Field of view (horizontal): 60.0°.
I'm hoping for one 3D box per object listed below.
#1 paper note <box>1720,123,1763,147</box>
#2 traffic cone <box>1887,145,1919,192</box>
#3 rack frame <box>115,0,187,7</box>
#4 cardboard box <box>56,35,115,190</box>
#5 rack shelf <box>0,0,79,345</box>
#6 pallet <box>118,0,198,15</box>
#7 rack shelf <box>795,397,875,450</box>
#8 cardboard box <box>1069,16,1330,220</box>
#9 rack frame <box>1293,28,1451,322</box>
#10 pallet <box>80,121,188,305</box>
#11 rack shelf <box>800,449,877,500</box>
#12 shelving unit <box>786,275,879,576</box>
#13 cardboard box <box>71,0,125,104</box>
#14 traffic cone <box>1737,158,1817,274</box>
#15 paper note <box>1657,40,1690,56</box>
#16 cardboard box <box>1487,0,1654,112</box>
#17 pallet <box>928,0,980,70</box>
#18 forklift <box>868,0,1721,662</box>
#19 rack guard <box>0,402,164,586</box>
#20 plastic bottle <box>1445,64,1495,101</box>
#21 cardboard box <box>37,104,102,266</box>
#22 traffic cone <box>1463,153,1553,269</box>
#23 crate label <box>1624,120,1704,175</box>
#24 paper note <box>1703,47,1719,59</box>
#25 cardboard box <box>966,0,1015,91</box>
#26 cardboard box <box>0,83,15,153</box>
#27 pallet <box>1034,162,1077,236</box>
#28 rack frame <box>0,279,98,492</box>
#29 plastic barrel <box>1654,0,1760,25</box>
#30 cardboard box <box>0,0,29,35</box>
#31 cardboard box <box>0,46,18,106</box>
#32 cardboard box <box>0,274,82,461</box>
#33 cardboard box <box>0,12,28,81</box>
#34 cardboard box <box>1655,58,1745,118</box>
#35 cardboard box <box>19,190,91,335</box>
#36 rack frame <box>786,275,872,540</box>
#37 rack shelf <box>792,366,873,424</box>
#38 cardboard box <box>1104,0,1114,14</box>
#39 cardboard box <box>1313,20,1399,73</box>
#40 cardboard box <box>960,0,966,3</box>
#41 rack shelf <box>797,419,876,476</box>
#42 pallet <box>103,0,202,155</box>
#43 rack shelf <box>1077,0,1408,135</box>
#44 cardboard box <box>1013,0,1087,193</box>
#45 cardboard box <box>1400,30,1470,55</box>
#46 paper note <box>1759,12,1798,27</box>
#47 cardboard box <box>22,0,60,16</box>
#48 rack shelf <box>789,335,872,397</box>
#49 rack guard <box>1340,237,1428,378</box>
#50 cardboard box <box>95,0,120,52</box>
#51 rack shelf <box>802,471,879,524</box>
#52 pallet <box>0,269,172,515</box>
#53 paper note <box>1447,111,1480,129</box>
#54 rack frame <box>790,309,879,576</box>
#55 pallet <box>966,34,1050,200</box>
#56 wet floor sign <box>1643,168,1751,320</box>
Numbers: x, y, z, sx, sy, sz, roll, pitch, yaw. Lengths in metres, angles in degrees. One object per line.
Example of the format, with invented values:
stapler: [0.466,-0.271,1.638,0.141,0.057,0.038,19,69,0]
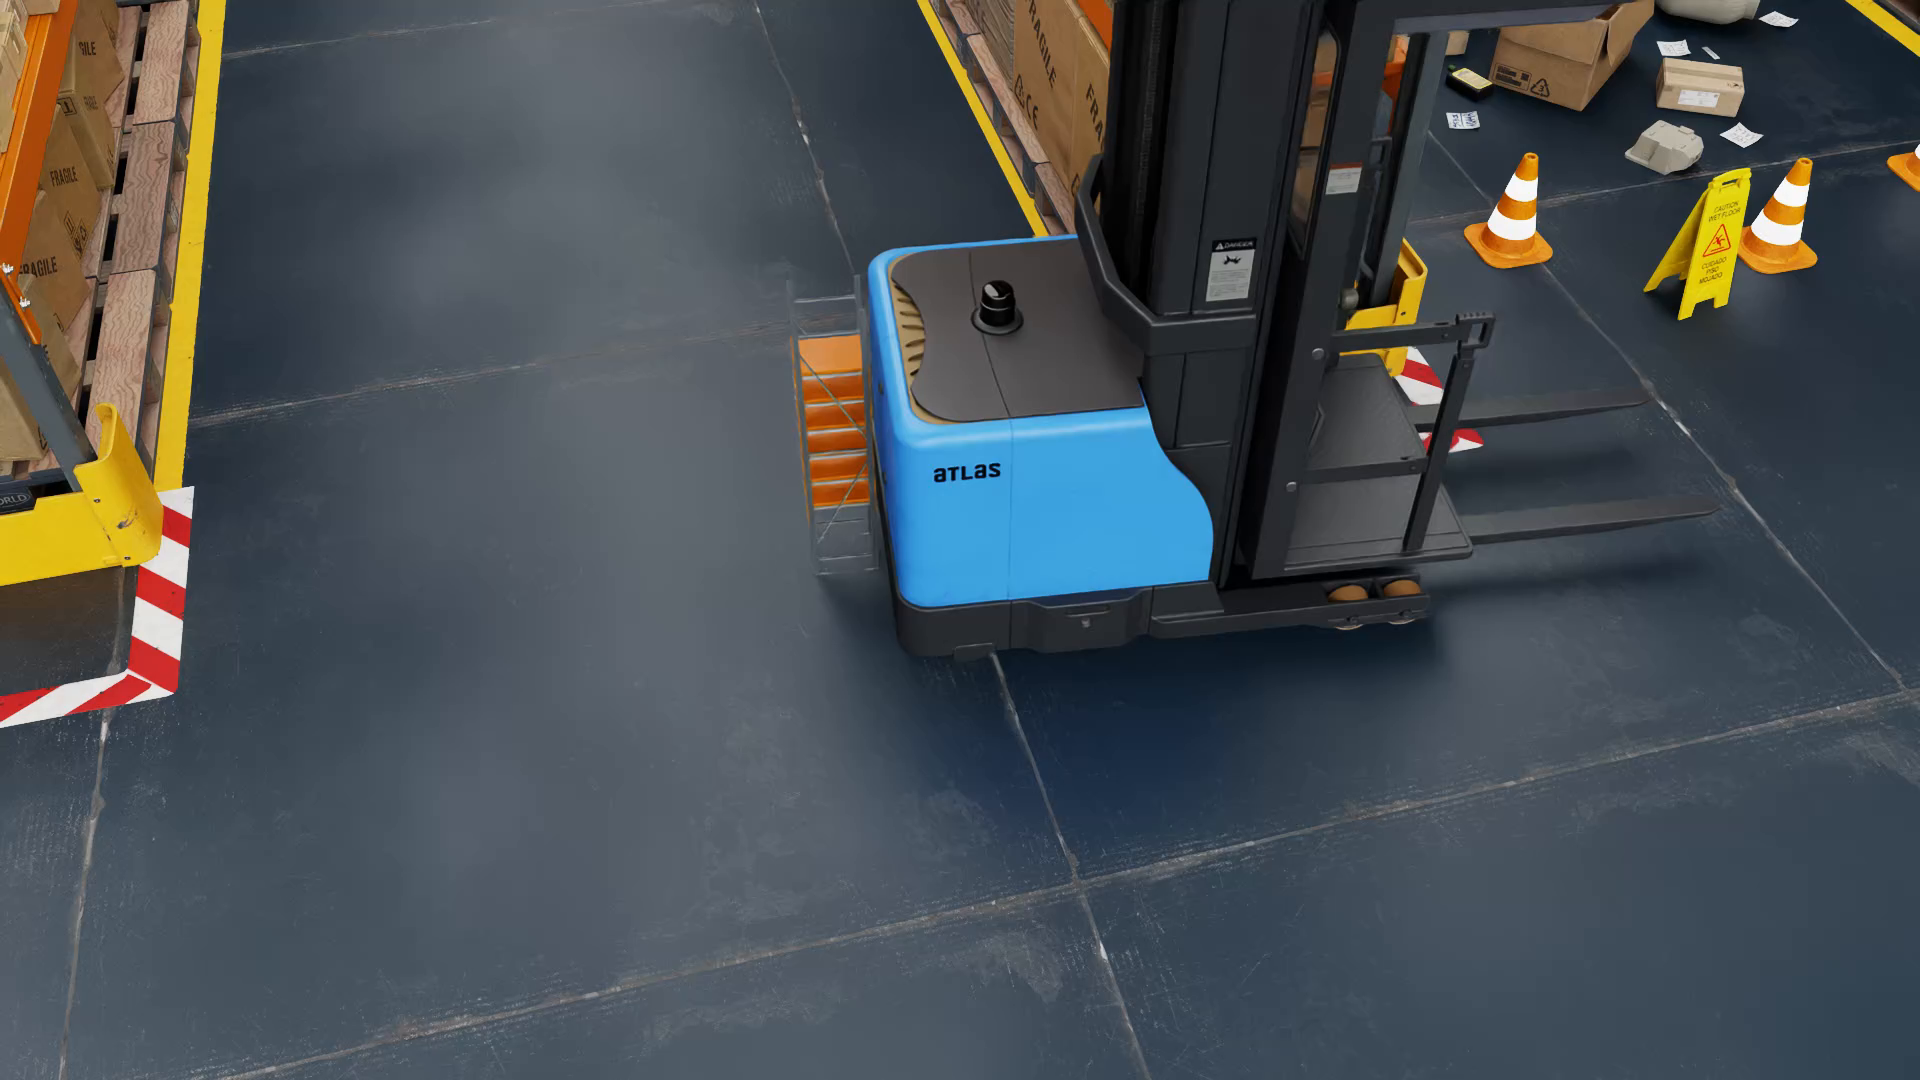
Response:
paper note: [3.848,-1.994,8.183,0.148,0.019,0.142,-26,51,-24]
traffic cone: [4.657,-1.917,7.805,0.336,0.463,0.334,-11,47,-10]
rack frame: [-4.590,-3.694,7.770,1.000,3.000,0.127,-11,47,-10]
cardboard box: [-4.137,-1.874,7.443,0.500,0.500,0.500,-15,47,-14]
rack shelf: [-4.077,-2.061,6.674,1.077,0.370,4.000,-11,47,-10]
pallet: [-4.790,-3.255,9.292,1.003,0.211,1.213,-11,47,-10]
rack shelf: [-0.431,-0.418,5.714,0.258,0.103,0.180,-6,46,-5]
cardboard box: [1.018,-1.629,6.940,0.875,0.875,0.875,-10,47,-10]
rack frame: [1.255,-1.770,5.884,1.000,3.000,0.127,-11,47,-10]
pallet: [-4.067,-1.417,7.491,1.003,0.211,1.213,-11,47,-10]
rack shelf: [-0.431,-0.250,5.885,0.258,0.103,0.180,-6,46,-5]
shelving unit: [-0.431,-0.365,5.768,0.258,1.200,0.189,-6,46,-5]
cardboard box: [-4.372,-2.289,7.849,0.500,0.500,0.500,3,46,2]
traffic cone: [3.671,-1.480,7.376,0.336,0.463,0.334,-11,47,-10]
paper note: [3.776,-2.604,8.788,0.148,0.019,0.142,4,46,4]
cardboard box: [3.117,-2.620,8.466,0.637,0.503,0.797,27,51,24]
pallet: [0.350,-3.016,9.058,1.003,0.211,1.213,-11,47,-10]
forklift: [1.228,-1.077,5.253,3.031,2.935,1.130,-6,46,-5]
rack guard: [-3.585,-0.110,6.008,1.175,0.500,0.348,-11,47,-10]
plastic bottle: [2.585,-2.348,8.508,0.133,0.061,0.283,-26,51,-24]
cardboard box: [-4.037,-1.481,7.057,0.500,0.500,0.500,-7,46,-7]
traffic cone: [2.492,-1.508,7.404,0.336,0.463,0.334,-11,47,-10]
crate label: [3.410,-1.897,8.013,0.250,0.136,0.298,-35,55,-30]
paper note: [3.955,-2.565,8.756,0.032,0.001,0.123,-11,47,-10]
cardboard box: [0.559,-2.866,8.152,0.875,0.875,0.875,-10,46,-10]
cardboard box: [-3.503,-1.436,5.733,0.380,0.149,0.250,-11,47,-10]
pallet: [0.975,-1.331,7.407,1.003,0.211,1.213,-11,47,-10]
rack frame: [-3.565,-0.932,5.064,1.000,3.000,0.127,-11,47,-10]
plastic barrel: [4.022,-2.992,8.886,0.512,0.421,0.421,19,48,17]
cardboard box: [-3.734,-1.947,6.233,0.380,0.149,0.250,-11,47,-10]
cardboard box: [-3.587,-1.605,5.899,0.380,0.149,0.250,-11,47,-10]
cardboard box: [-3.709,-0.639,6.232,0.500,0.500,0.500,-3,46,-3]
cardboard box: [-3.644,-1.779,6.069,0.380,0.149,0.250,-11,47,-10]
cardboard box: [3.726,-2.282,8.382,0.380,0.149,0.250,11,47,11]
cardboard box: [-3.895,-1.045,6.630,0.500,0.500,0.500,0,46,0]
rack frame: [-0.443,-0.430,5.831,0.240,1.200,0.006,-6,46,-5]
rack shelf: [-0.431,-0.502,5.628,0.258,0.103,0.180,-6,46,-5]
cardboard box: [0.954,-2.446,6.442,0.875,0.550,0.550,-11,47,-10]
cardboard box: [1.116,-2.070,6.073,0.875,0.550,0.550,-11,47,-10]
cardboard box: [0.324,-3.487,8.761,0.875,0.875,0.875,-10,46,-10]
rack shelf: [-0.431,-0.334,5.799,0.258,0.103,0.180,-6,46,-5]
pallet: [-4.383,-2.261,8.318,1.003,0.211,1.213,-11,47,-10]
rack shelf: [0.743,-2.899,7.494,1.077,0.370,4.000,-11,47,-10]
cardboard box: [0.790,-2.236,7.535,0.875,0.875,0.875,-11,47,-11]
cardboard box: [2.452,-2.724,8.734,0.396,0.266,0.258,-3,46,-3]
paper note: [4.428,-2.817,8.989,0.142,0.019,0.148,-26,51,-24]
cardboard box: [-3.698,-2.138,6.421,0.380,0.149,0.250,-11,47,-10]
rack shelf: [-0.431,-0.586,5.542,0.258,0.103,0.180,-6,46,-5]
rack guard: [1.261,-0.878,6.760,1.175,0.500,0.348,-11,47,-10]
cardboard box: [-4.526,-2.683,8.235,0.500,0.500,0.500,-12,47,-12]
rack shelf: [-0.430,-0.166,5.971,0.258,0.103,0.180,-6,46,-5]
pallet: [-3.759,-0.576,6.667,1.003,0.211,1.213,-11,47,-10]
paper note: [2.506,-2.094,8.282,0.144,0.017,0.142,4,46,4]
rack frame: [-0.419,-0.301,5.704,0.240,1.200,0.006,-6,46,-5]
pallet: [0.666,-2.172,8.231,1.003,0.211,1.213,-11,47,-10]
wet floor sign: [3.177,-1.288,7.060,0.267,0.644,0.232,-18,48,-17]
